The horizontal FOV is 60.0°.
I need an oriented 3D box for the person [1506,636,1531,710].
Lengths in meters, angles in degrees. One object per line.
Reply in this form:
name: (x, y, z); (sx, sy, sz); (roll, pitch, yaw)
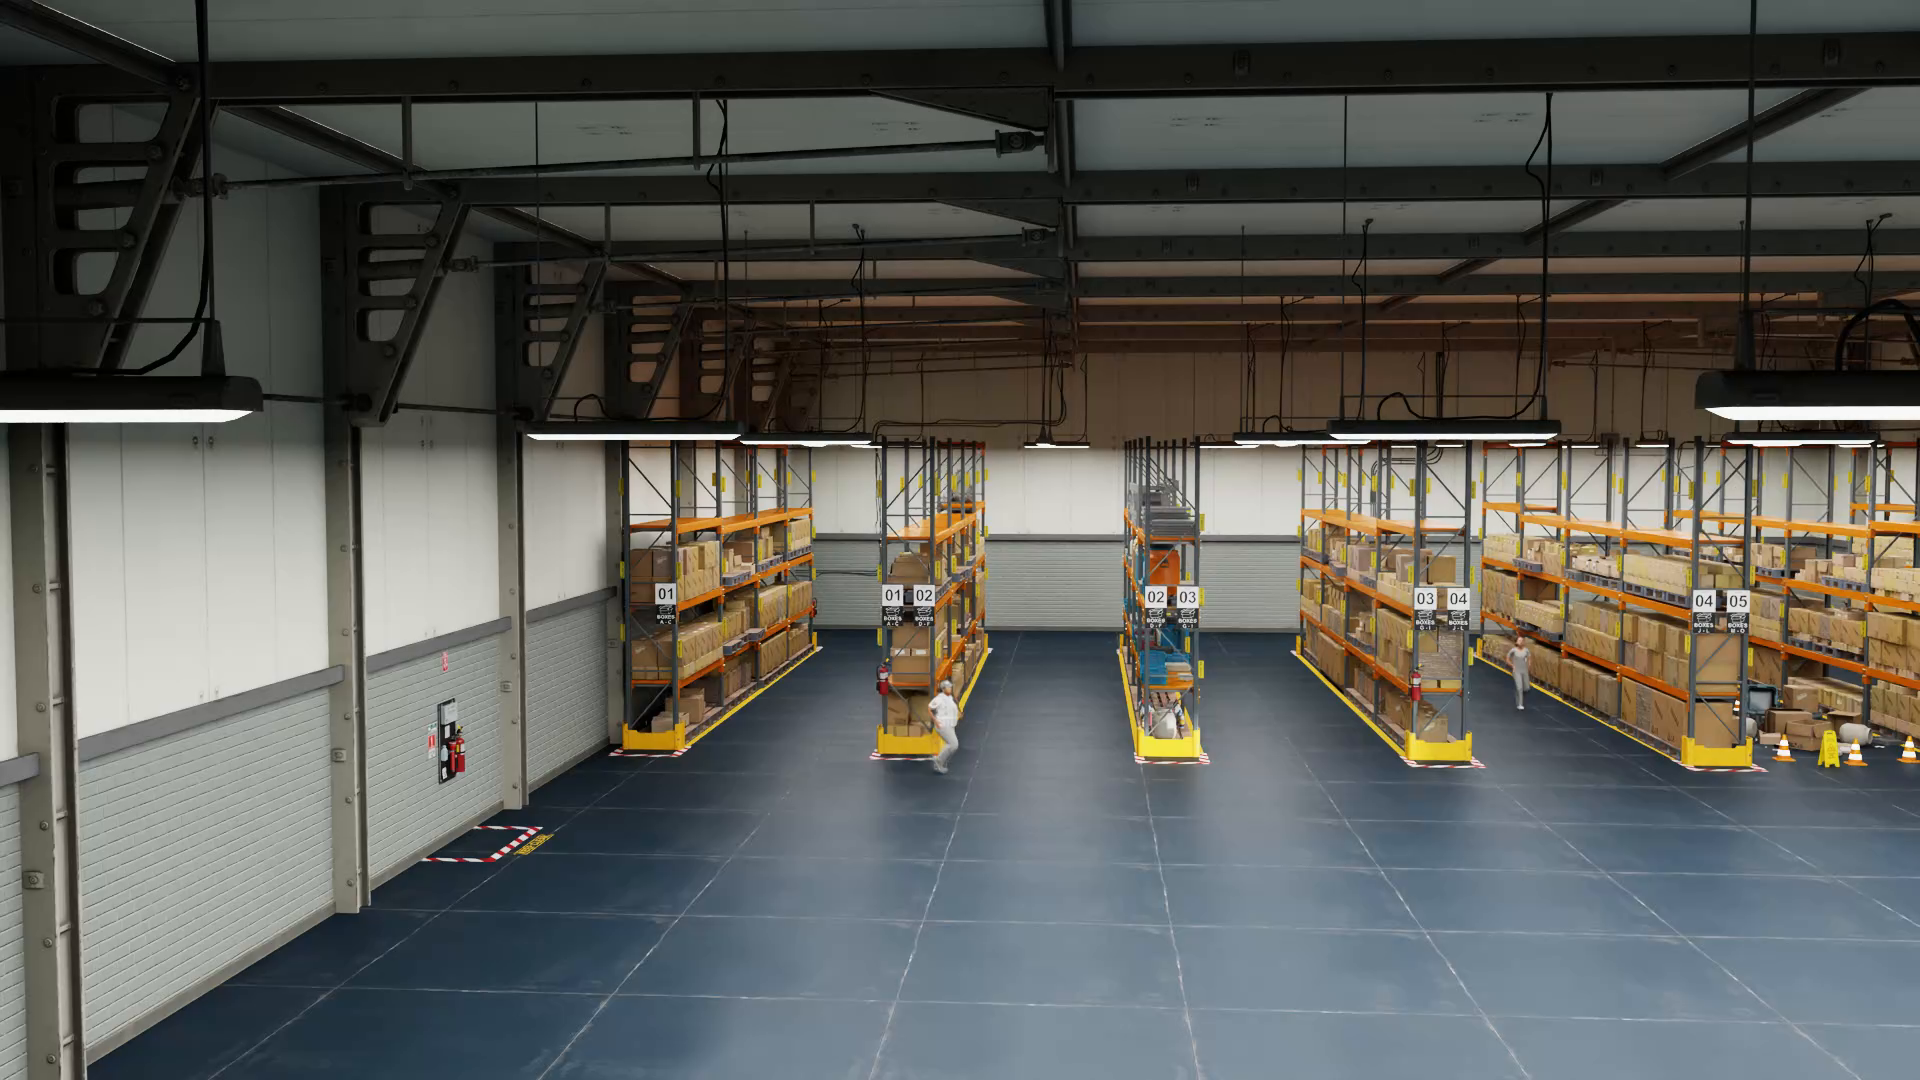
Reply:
person: (12.416, 2.932, 36.944); (0.563, 1.619, 0.609); (0, 3, 0)

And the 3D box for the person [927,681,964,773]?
person: (-0.218, 3.315, 29.520); (0.617, 1.632, 0.586); (2, 3, 27)
